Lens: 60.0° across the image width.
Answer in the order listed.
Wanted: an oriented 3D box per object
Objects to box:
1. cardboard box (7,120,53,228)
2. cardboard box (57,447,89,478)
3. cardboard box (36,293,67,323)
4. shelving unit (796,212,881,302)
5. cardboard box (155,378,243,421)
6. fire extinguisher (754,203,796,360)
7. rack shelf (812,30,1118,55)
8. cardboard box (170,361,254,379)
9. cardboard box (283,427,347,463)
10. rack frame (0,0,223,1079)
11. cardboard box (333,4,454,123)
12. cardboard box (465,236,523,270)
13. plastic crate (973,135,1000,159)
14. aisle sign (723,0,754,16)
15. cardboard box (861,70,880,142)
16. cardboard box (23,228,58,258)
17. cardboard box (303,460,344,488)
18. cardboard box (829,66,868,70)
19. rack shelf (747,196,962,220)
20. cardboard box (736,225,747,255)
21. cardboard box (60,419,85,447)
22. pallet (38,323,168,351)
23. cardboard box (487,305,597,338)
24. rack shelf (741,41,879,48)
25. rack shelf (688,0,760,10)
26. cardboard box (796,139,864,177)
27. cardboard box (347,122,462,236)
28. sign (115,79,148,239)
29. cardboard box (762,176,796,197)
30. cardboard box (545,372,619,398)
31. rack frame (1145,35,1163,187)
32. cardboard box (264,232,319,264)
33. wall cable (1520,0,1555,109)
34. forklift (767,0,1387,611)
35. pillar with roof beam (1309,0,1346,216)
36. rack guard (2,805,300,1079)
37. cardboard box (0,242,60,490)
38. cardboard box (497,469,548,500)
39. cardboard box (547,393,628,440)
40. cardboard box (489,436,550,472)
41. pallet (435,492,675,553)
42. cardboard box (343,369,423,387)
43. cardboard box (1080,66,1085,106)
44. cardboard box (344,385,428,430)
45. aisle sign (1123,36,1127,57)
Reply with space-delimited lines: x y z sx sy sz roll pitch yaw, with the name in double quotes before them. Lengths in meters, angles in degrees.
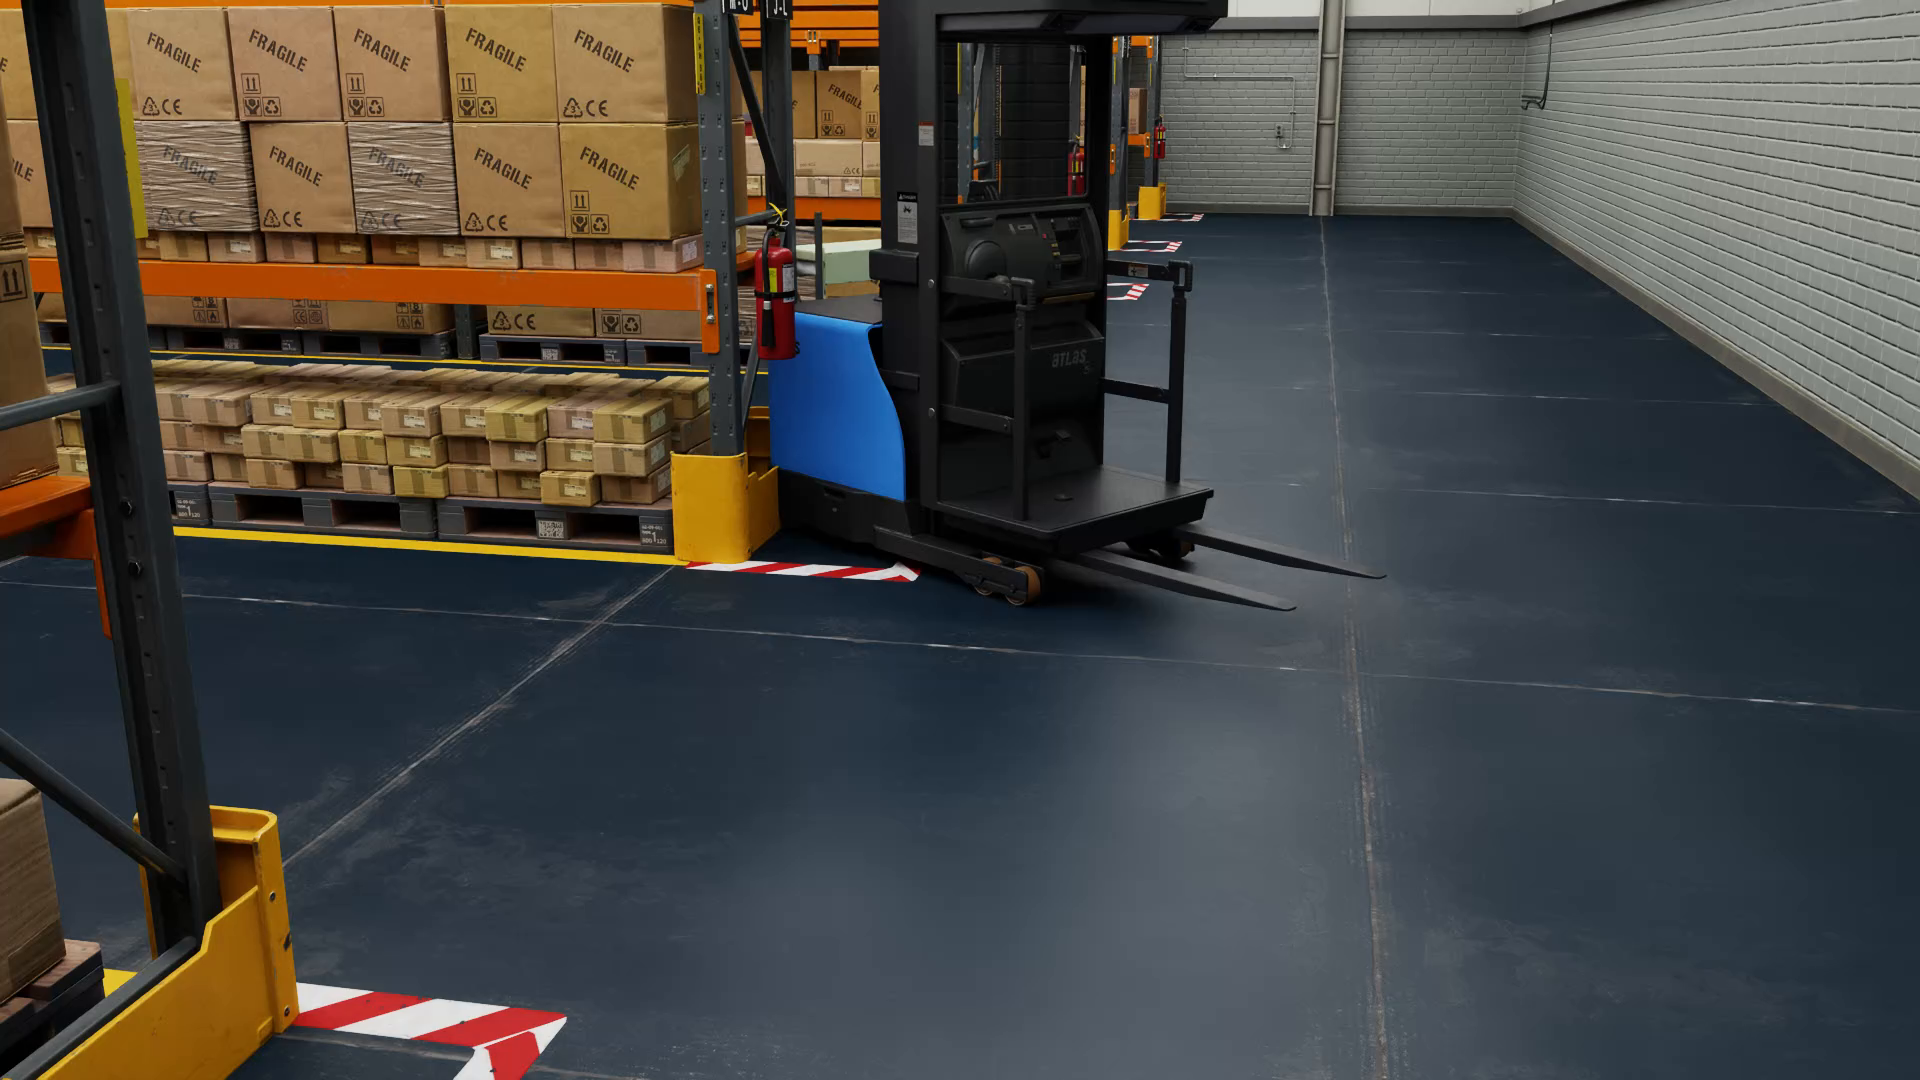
"cardboard box" -4.456 -1.802 8.136 0.500 0.500 0.500 3 16 10
"cardboard box" -4.338 -0.414 8.422 0.250 0.149 0.380 4 16 13
"cardboard box" -7.052 -2.344 14.030 0.875 0.875 1.225 2 16 8
"shelving unit" -0.545 -1.003 8.802 0.755 1.500 0.431 -13 20 -39
"cardboard box" -3.819 -0.707 8.365 0.250 0.149 0.380 3 16 10
"fire extinguisher" -0.817 -1.139 7.329 0.183 0.674 0.296 3 16 11
"rack shelf" 0.134 -6.579 21.853 4.000 0.370 1.077 3 16 11
"cardboard box" -3.987 -0.853 8.892 0.250 0.149 0.380 3 16 11
"cardboard box" -3.088 -0.493 8.149 0.250 0.149 0.380 3 16 12
"rack frame" -1.859 -0.190 3.059 0.127 3.000 1.000 3 16 11
"cardboard box" -2.478 -2.175 7.609 0.500 0.500 0.500 4 16 14
"cardboard box" -2.087 -1.353 7.727 0.250 0.149 0.380 4 16 13
"plastic crate" 0.281 -4.161 17.595 0.300 0.233 0.416 3 16 11
"aisle sign" -0.960 -2.661 7.109 0.004 0.787 0.394 3 16 11
"cardboard box" -0.414 -3.172 12.144 0.500 0.500 0.500 3 16 12
"cardboard box" -4.411 -1.487 8.212 0.250 0.149 0.380 4 16 13
"cardboard box" -3.047 -0.376 8.284 0.250 0.149 0.380 4 16 13
"cardboard box" -1.421 -6.018 22.038 0.500 0.500 0.500 4 16 13
"rack shelf" -1.844 -2.542 12.898 4.000 0.370 1.077 3 16 11
"cardboard box" -1.224 -1.472 8.159 0.250 0.149 0.380 3 16 11
"cardboard box" -4.334 -0.582 8.471 0.250 0.149 0.380 3 16 11
"pallet" -6.966 -1.803 14.104 1.213 0.211 1.003 3 16 11
"cardboard box" -3.173 -2.118 13.212 0.875 0.875 0.875 3 16 11
"rack shelf" -2.803 -8.088 27.300 4.000 0.370 1.077 3 16 11
"rack shelf" -2.932 -2.696 7.833 4.000 0.370 1.077 3 16 11
"cardboard box" -0.909 -2.837 12.339 0.500 0.250 0.500 3 16 10
"cardboard box" -2.466 -1.692 7.736 0.500 0.500 0.500 3 16 11
"sign" -1.743 -0.790 3.456 0.005 0.325 0.100 3 16 11
"cardboard box" -1.300 -2.648 12.404 0.250 0.149 0.380 3 16 10
"cardboard box" -1.933 -0.752 8.529 0.250 0.149 0.380 3 16 11
"rack frame" 3.077 -6.670 26.452 0.127 3.000 1.000 3 16 11
"cardboard box" -3.107 -1.422 7.977 0.250 0.149 0.380 4 16 13
"wall cable" 8.548 -7.670 24.642 0.112 2.526 3.097 3 16 11
"forklift" 0.430 -1.260 7.170 1.129 2.867 3.031 -14 21 -41
"pillar with roof beam" 5.037 -8.517 21.884 0.400 9.000 9.100 3 16 11
"rack guard" -1.836 1.016 3.388 0.348 0.500 1.175 3 16 11
"cardboard box" -2.272 -0.339 3.409 0.500 0.500 0.500 3 16 11
"cardboard box" -2.043 -0.316 8.068 0.250 0.149 0.380 3 16 11
"cardboard box" -1.776 -0.596 7.963 0.250 0.149 0.380 3 16 12
"cardboard box" -2.055 -0.443 7.968 0.250 0.149 0.380 2 16 9
"pallet" -1.835 -0.203 8.330 1.213 0.211 1.003 3 16 11
"cardboard box" -2.976 -0.776 8.612 0.250 0.149 0.380 3 16 11
"cardboard box" 1.603 -5.856 21.452 0.500 0.500 0.500 3 16 11
"cardboard box" -2.806 -0.650 8.157 0.250 0.149 0.380 3 16 9
"aisle sign" 2.099 -6.543 21.123 0.004 0.787 0.394 3 16 11
